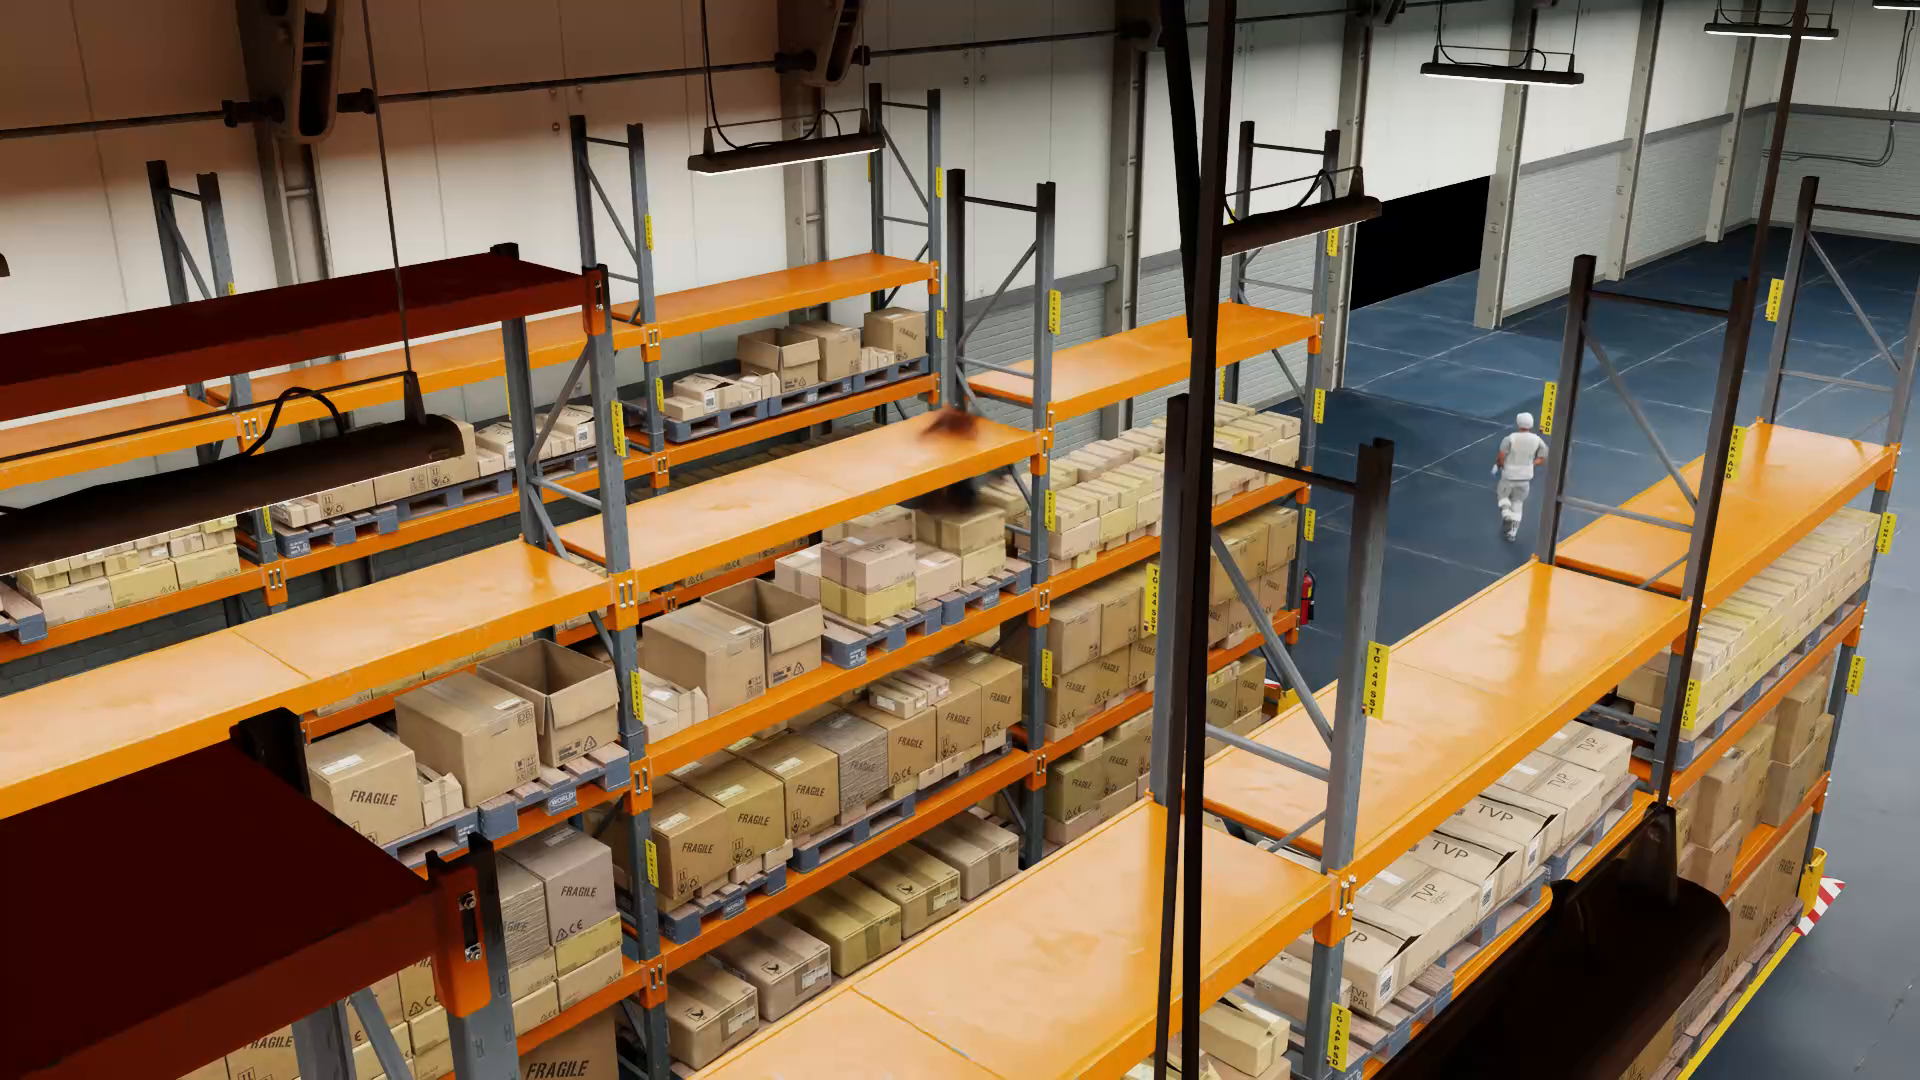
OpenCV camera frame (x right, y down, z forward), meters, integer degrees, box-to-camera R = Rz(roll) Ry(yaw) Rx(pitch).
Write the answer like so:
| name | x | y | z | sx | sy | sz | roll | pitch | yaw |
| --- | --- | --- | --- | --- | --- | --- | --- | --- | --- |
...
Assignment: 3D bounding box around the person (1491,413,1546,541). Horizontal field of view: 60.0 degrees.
| name | x | y | z | sx | sy | sz | roll | pitch | yaw |
| --- | --- | --- | --- | --- | --- | --- | --- | --- | --- |
| person | 7.298 | -0.845 | 21.802 | 0.655 | 1.742 | 0.593 | 2 | 21 | 4 |
